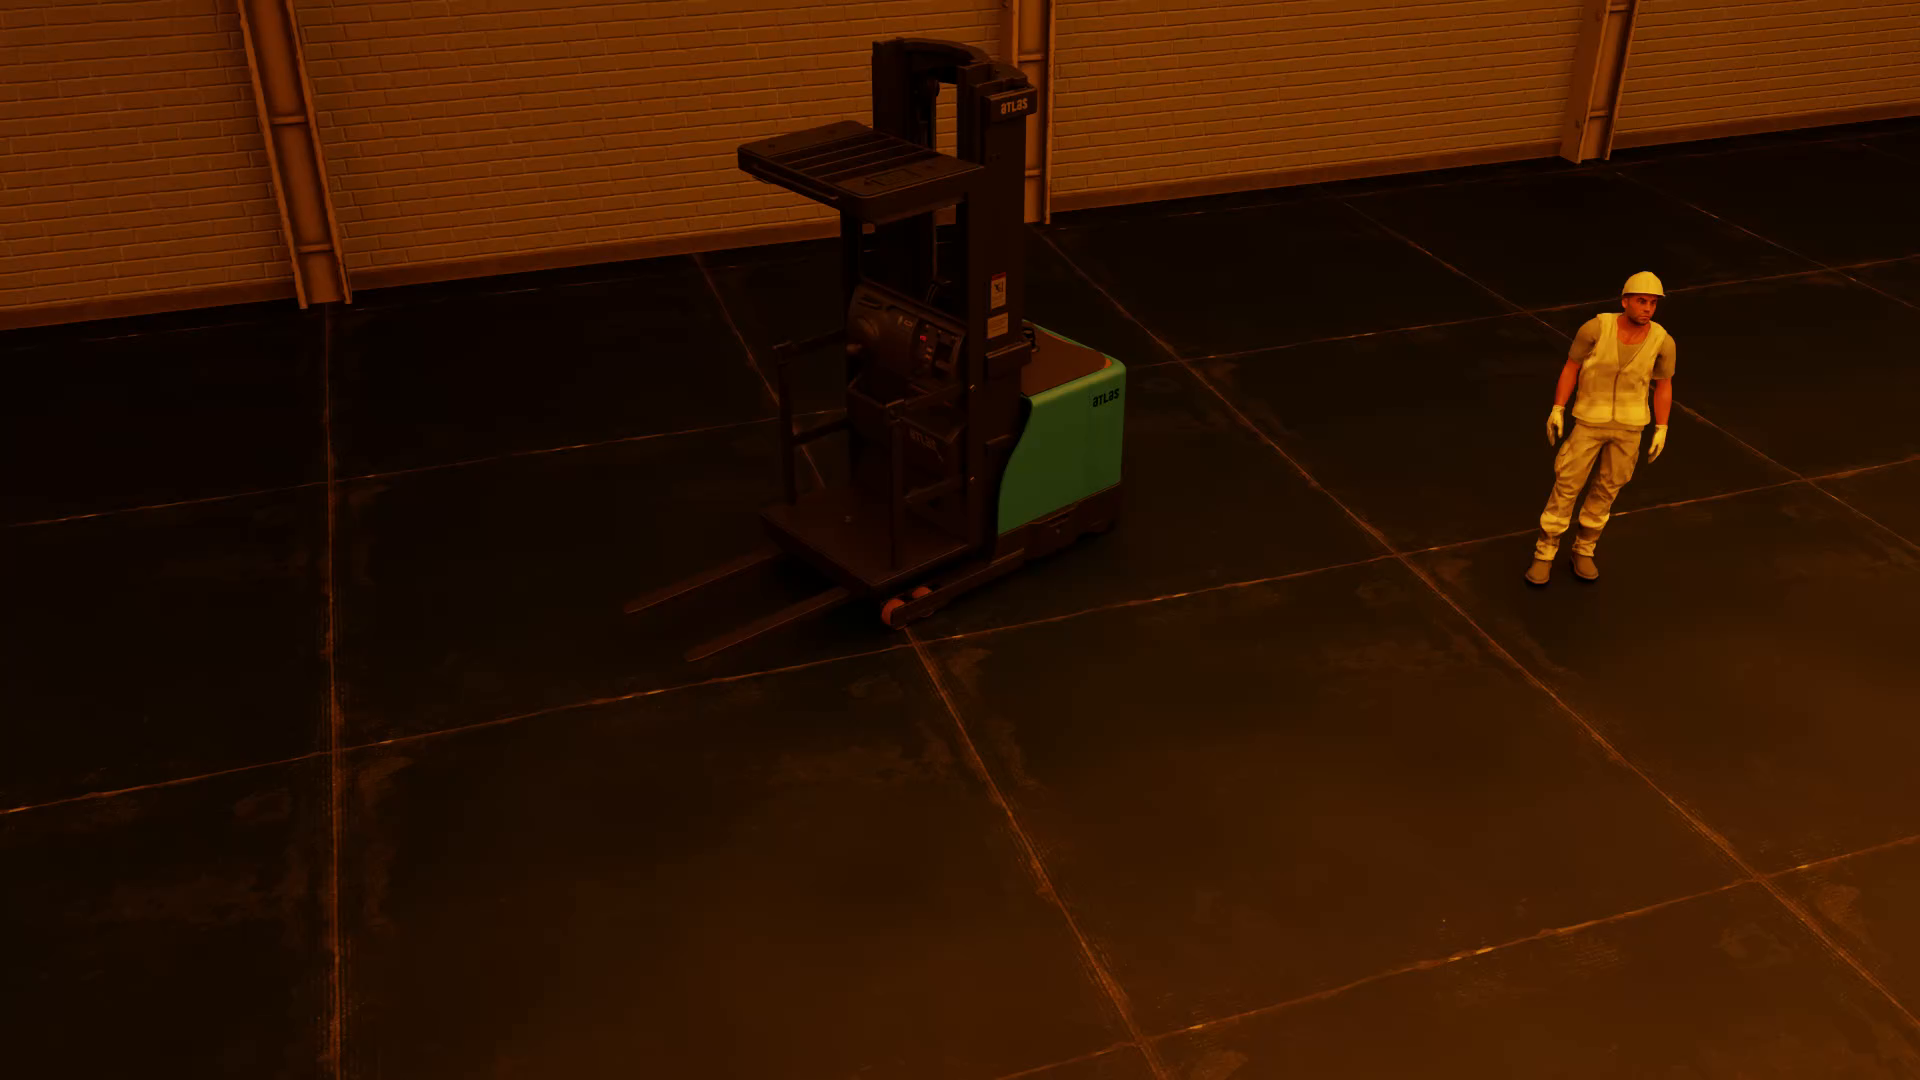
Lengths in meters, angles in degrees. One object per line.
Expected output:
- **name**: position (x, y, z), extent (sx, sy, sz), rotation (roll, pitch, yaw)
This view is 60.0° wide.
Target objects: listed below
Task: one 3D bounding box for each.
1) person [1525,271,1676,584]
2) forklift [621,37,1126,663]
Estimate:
- **person**: position (3.609, -0.605, 9.269), extent (0.637, 1.786, 0.566), rotation (7, 31, 12)
- **forklift**: position (-0.461, -1.072, 8.951), extent (3.031, 2.935, 1.130), rotation (-23, 37, -34)
